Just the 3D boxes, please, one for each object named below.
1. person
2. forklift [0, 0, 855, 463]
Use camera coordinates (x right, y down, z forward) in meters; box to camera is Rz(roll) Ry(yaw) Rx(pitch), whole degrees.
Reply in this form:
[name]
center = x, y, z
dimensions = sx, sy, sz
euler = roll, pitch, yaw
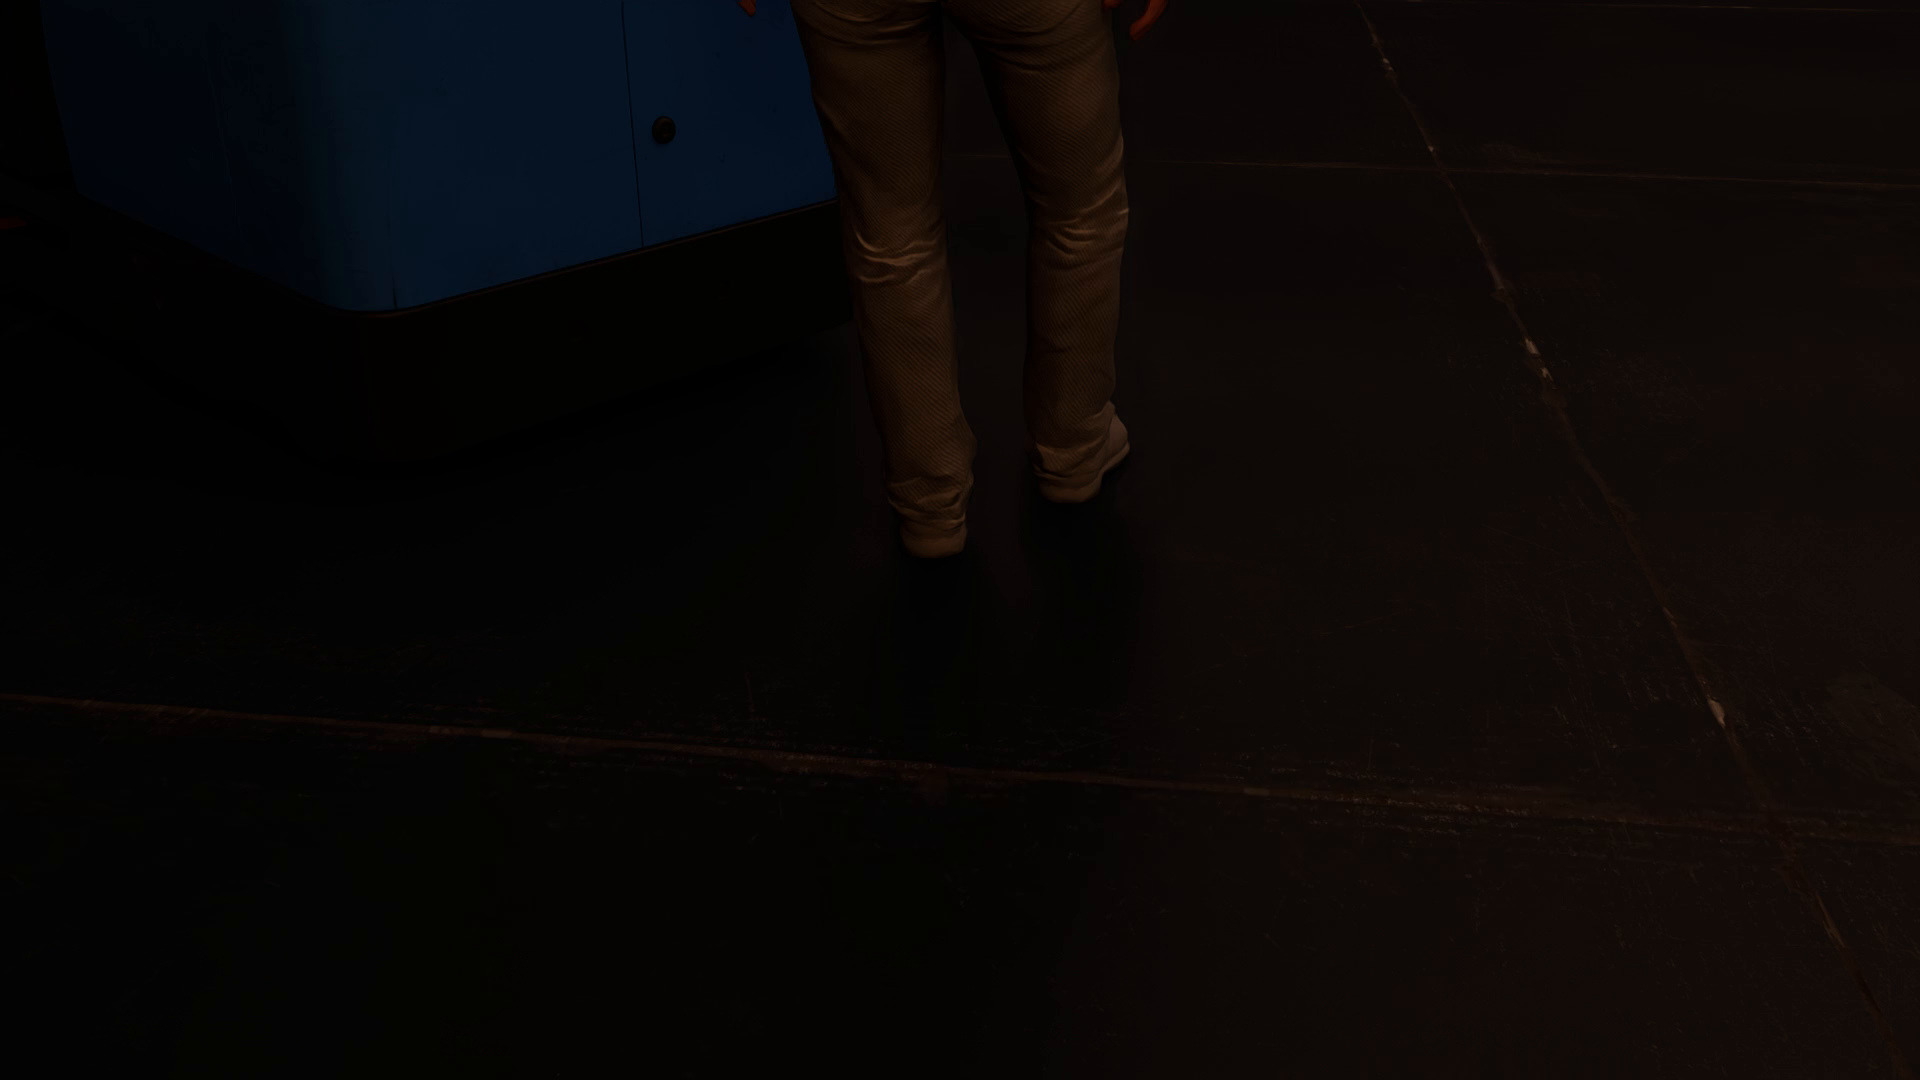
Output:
[person]
center = -0.037, -0.854, 2.247
dimensions = 0.669, 1.767, 0.542
euler = 2, 27, 4
[forklift]
center = -1.617, -1.982, 3.190
dimensions = 3.031, 2.935, 1.130
euler = 23, 35, 38
